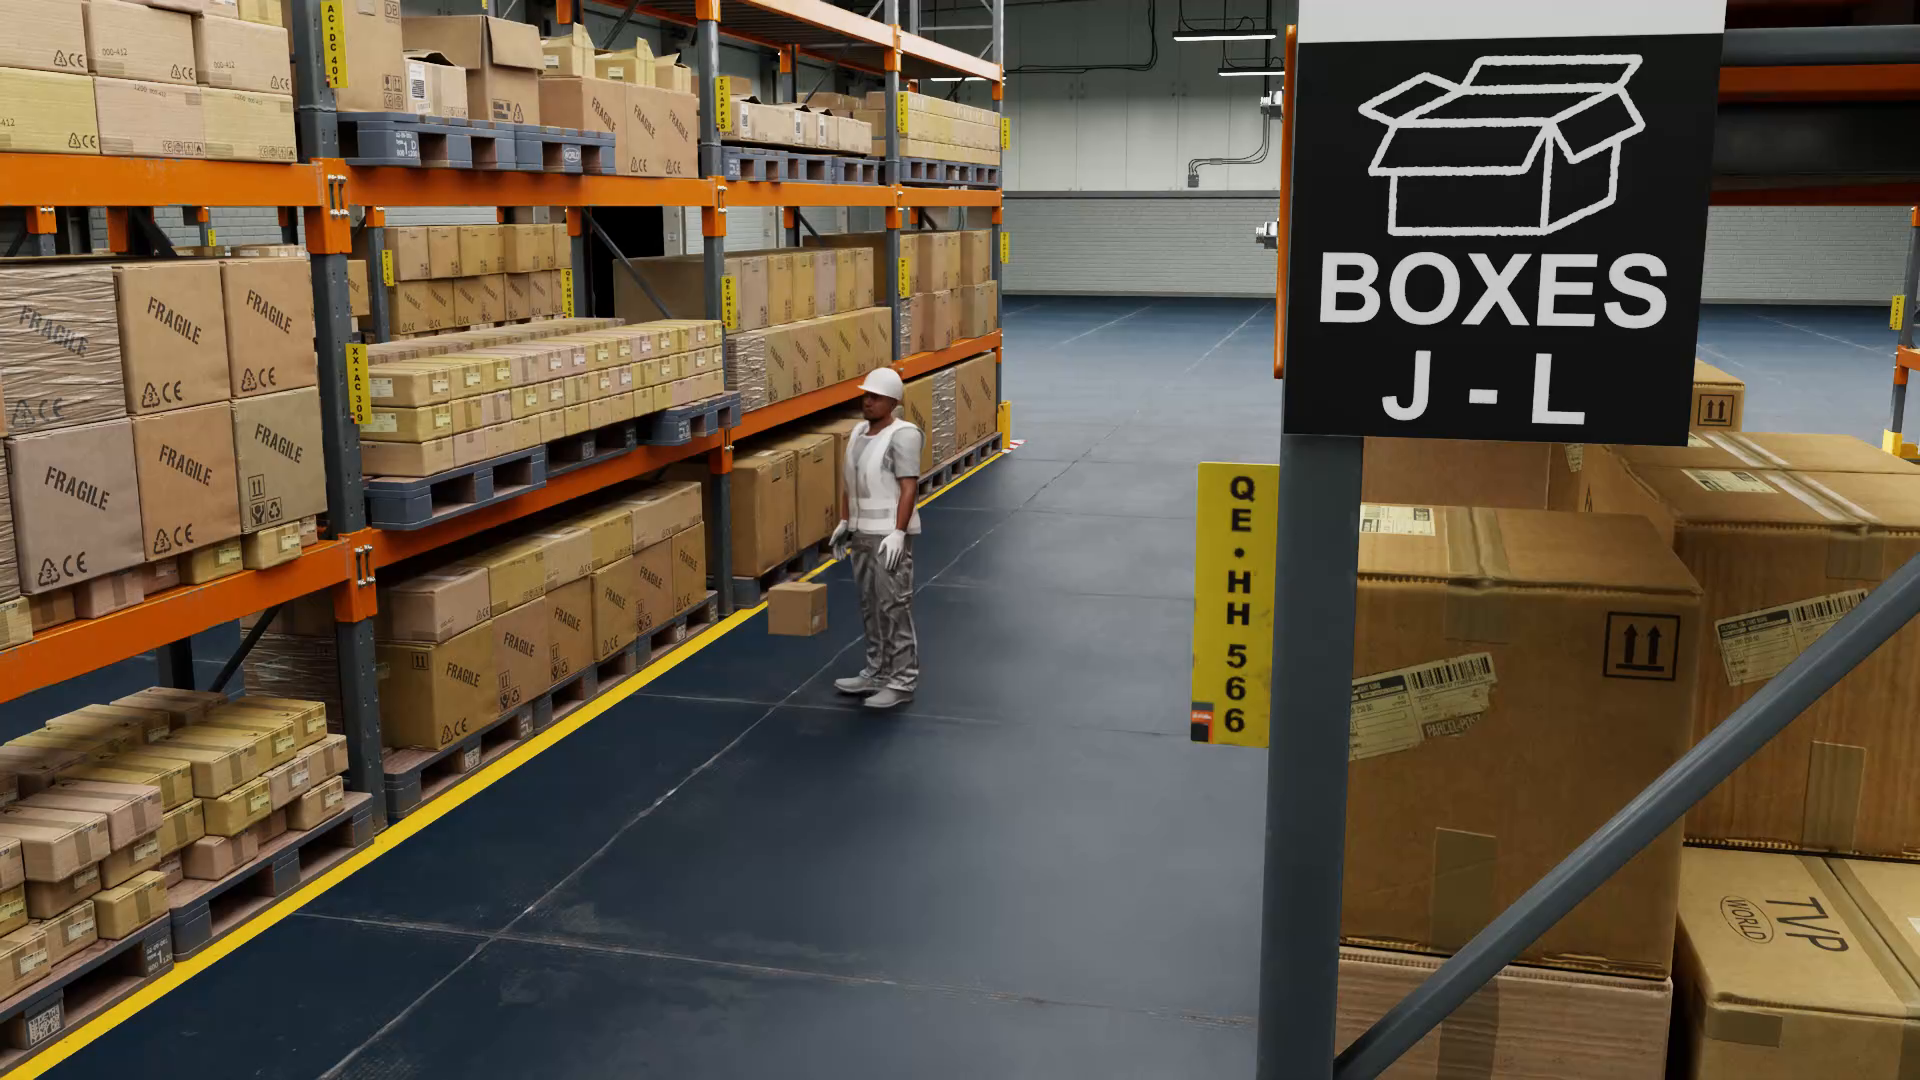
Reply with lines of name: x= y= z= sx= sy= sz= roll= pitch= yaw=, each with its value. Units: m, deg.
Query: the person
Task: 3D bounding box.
person: x=-0.432 y=-0.015 z=8.821 sx=0.396 sy=1.794 sz=0.637 roll=-8 pitch=14 yaw=-34
